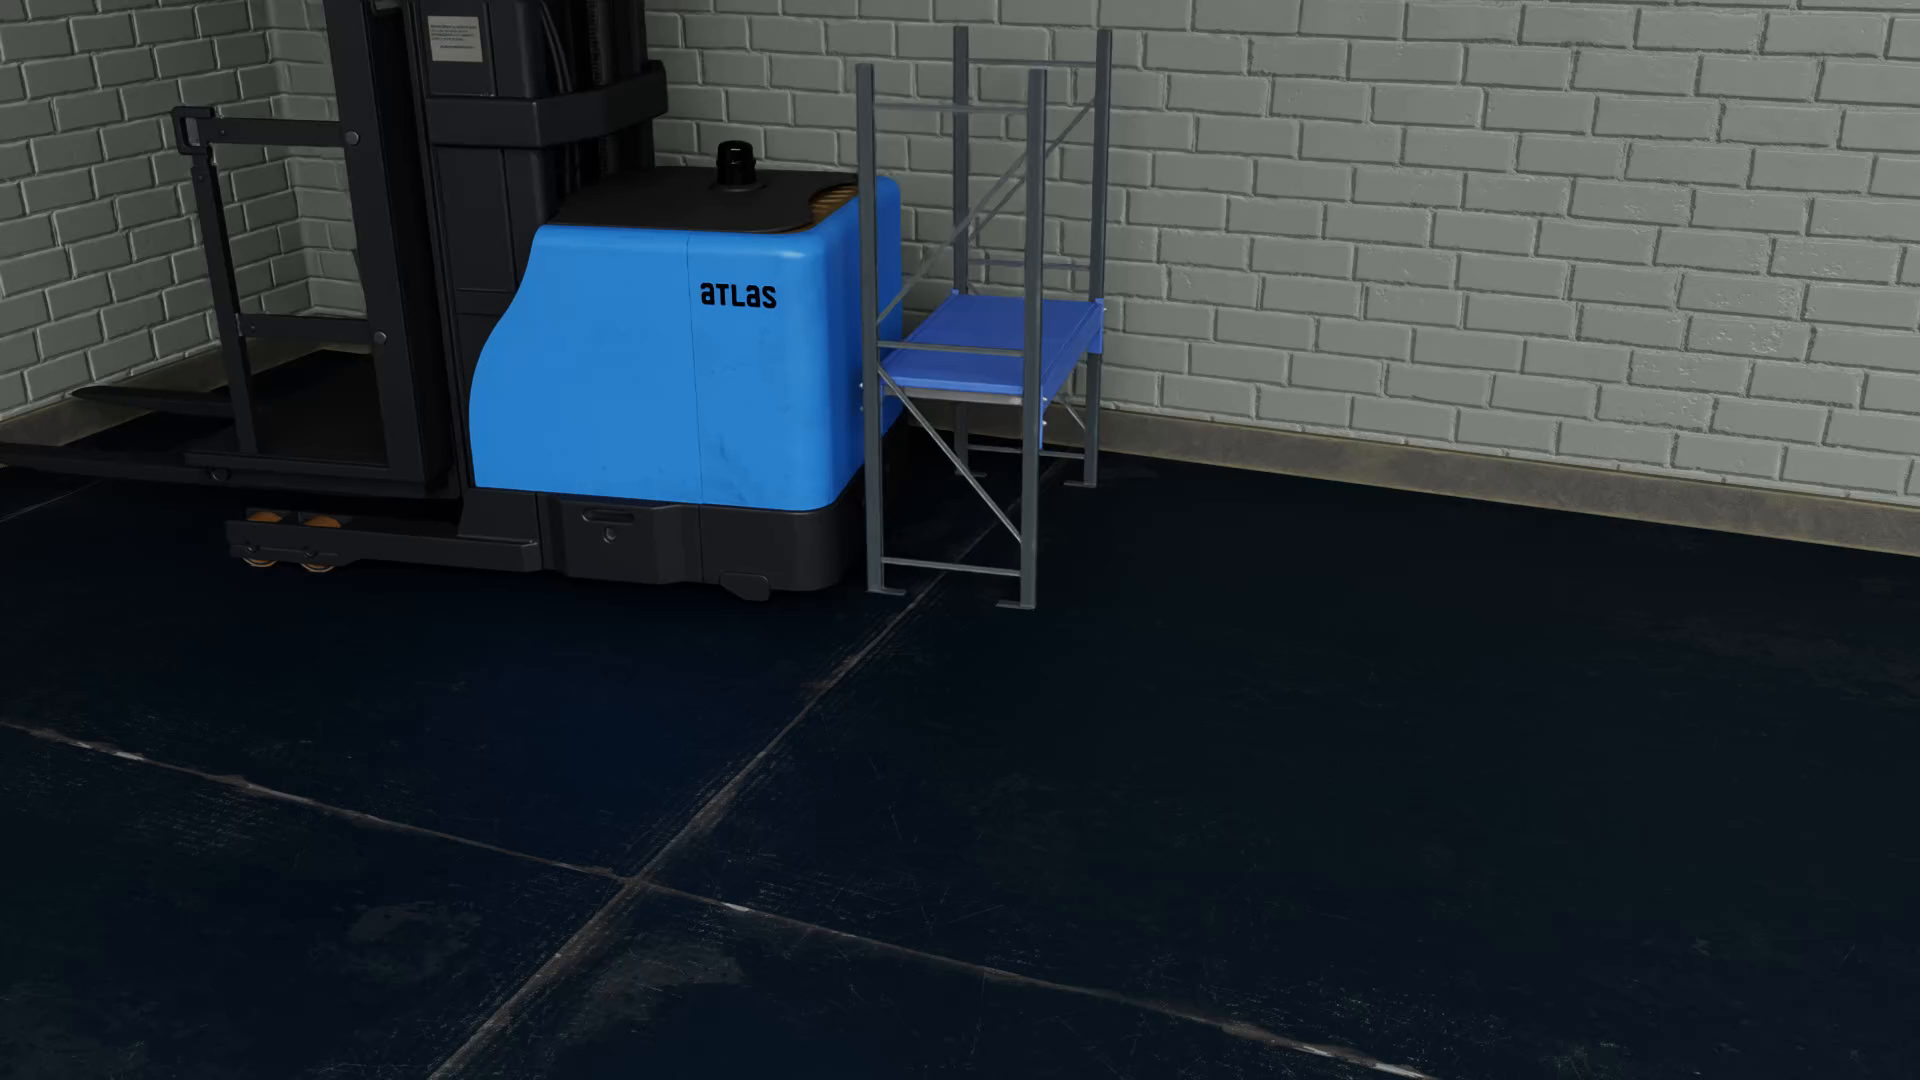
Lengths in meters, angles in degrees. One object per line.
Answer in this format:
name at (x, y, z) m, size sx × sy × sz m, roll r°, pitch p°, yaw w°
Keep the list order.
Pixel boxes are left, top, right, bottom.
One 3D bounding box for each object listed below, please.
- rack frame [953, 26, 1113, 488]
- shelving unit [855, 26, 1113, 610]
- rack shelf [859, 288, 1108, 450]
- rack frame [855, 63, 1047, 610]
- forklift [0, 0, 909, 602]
rack frame at (0.224, -0.900, 5.458) m, size 0.500 × 1.500 × 0.032 m, roll 6°, pitch 23°, yaw 13°
shelving unit at (0.100, -0.710, 5.003) m, size 0.538 × 1.500 × 1.048 m, roll 6°, pitch 23°, yaw 13°
rack shelf at (0.100, -0.544, 5.073) m, size 0.538 × 0.185 × 1.000 m, roll 6°, pitch 23°, yaw 13°
rack frame at (-0.025, -0.520, 4.549) m, size 0.500 × 1.500 × 0.032 m, roll 6°, pitch 23°, yaw 13°
forklift at (-1.742, -1.447, 4.912) m, size 3.031 × 2.935 × 1.130 m, roll 5°, pitch 23°, yaw 11°
